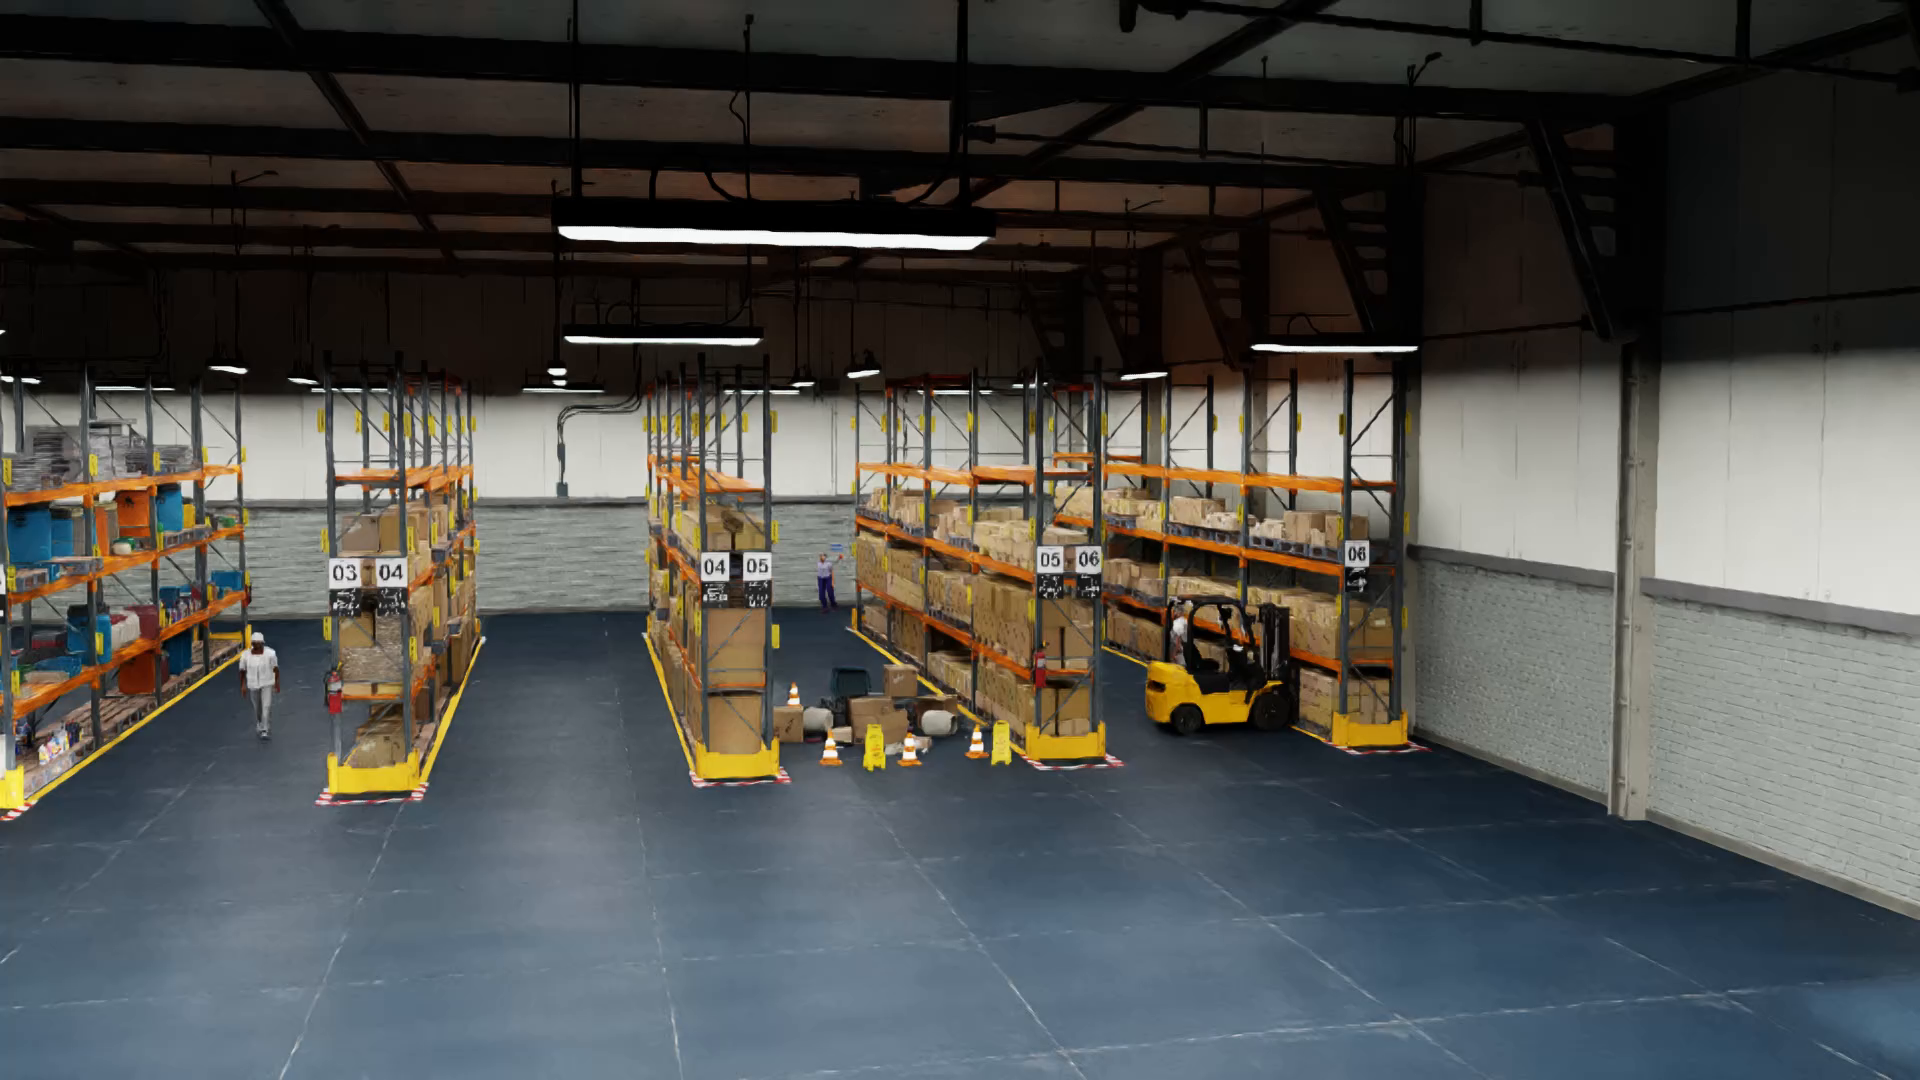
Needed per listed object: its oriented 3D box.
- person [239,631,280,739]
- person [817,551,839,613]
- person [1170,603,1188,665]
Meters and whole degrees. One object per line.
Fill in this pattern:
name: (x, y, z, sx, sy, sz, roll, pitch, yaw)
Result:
person: (-11.210, 2.298, 26.578, 0.577, 1.691, 1.121, -1, 4, -11)
person: (-3.536, 1.118, 44.322, 0.552, 1.620, 0.525, 2, 4, 24)
person: (3.930, 2.023, 30.073, 0.580, 1.746, 0.655, 1, 4, 11)
